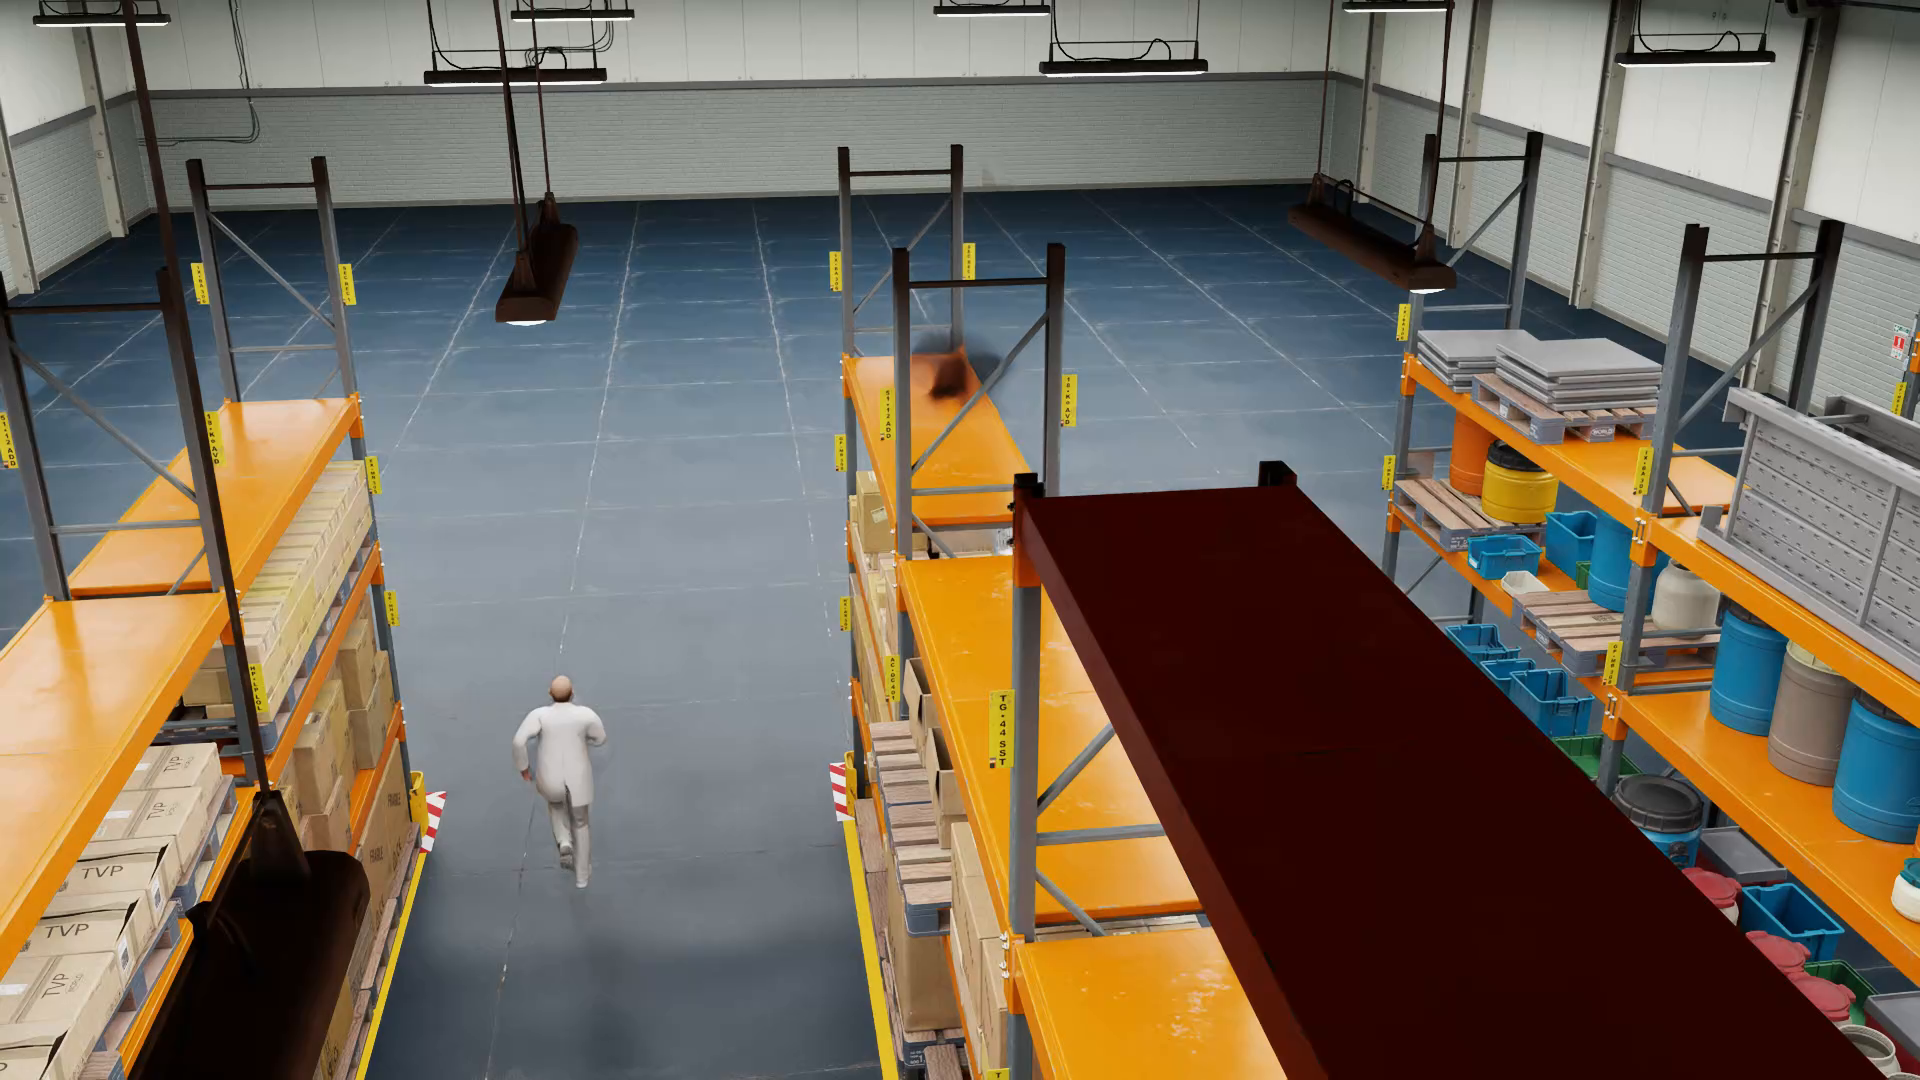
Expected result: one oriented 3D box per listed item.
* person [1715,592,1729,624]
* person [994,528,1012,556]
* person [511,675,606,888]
[{"bbox_3d":[8.505,0.517,18.161,0.942,1.690,0.672,5,22,12],"label":"person"},{"bbox_3d":[0.598,0.263,18.726,0.581,1.644,0.669,9,23,23],"label":"person"},{"bbox_3d":[-3.254,1.917,13.635,0.735,1.749,0.816,-4,22,-11],"label":"person"}]
